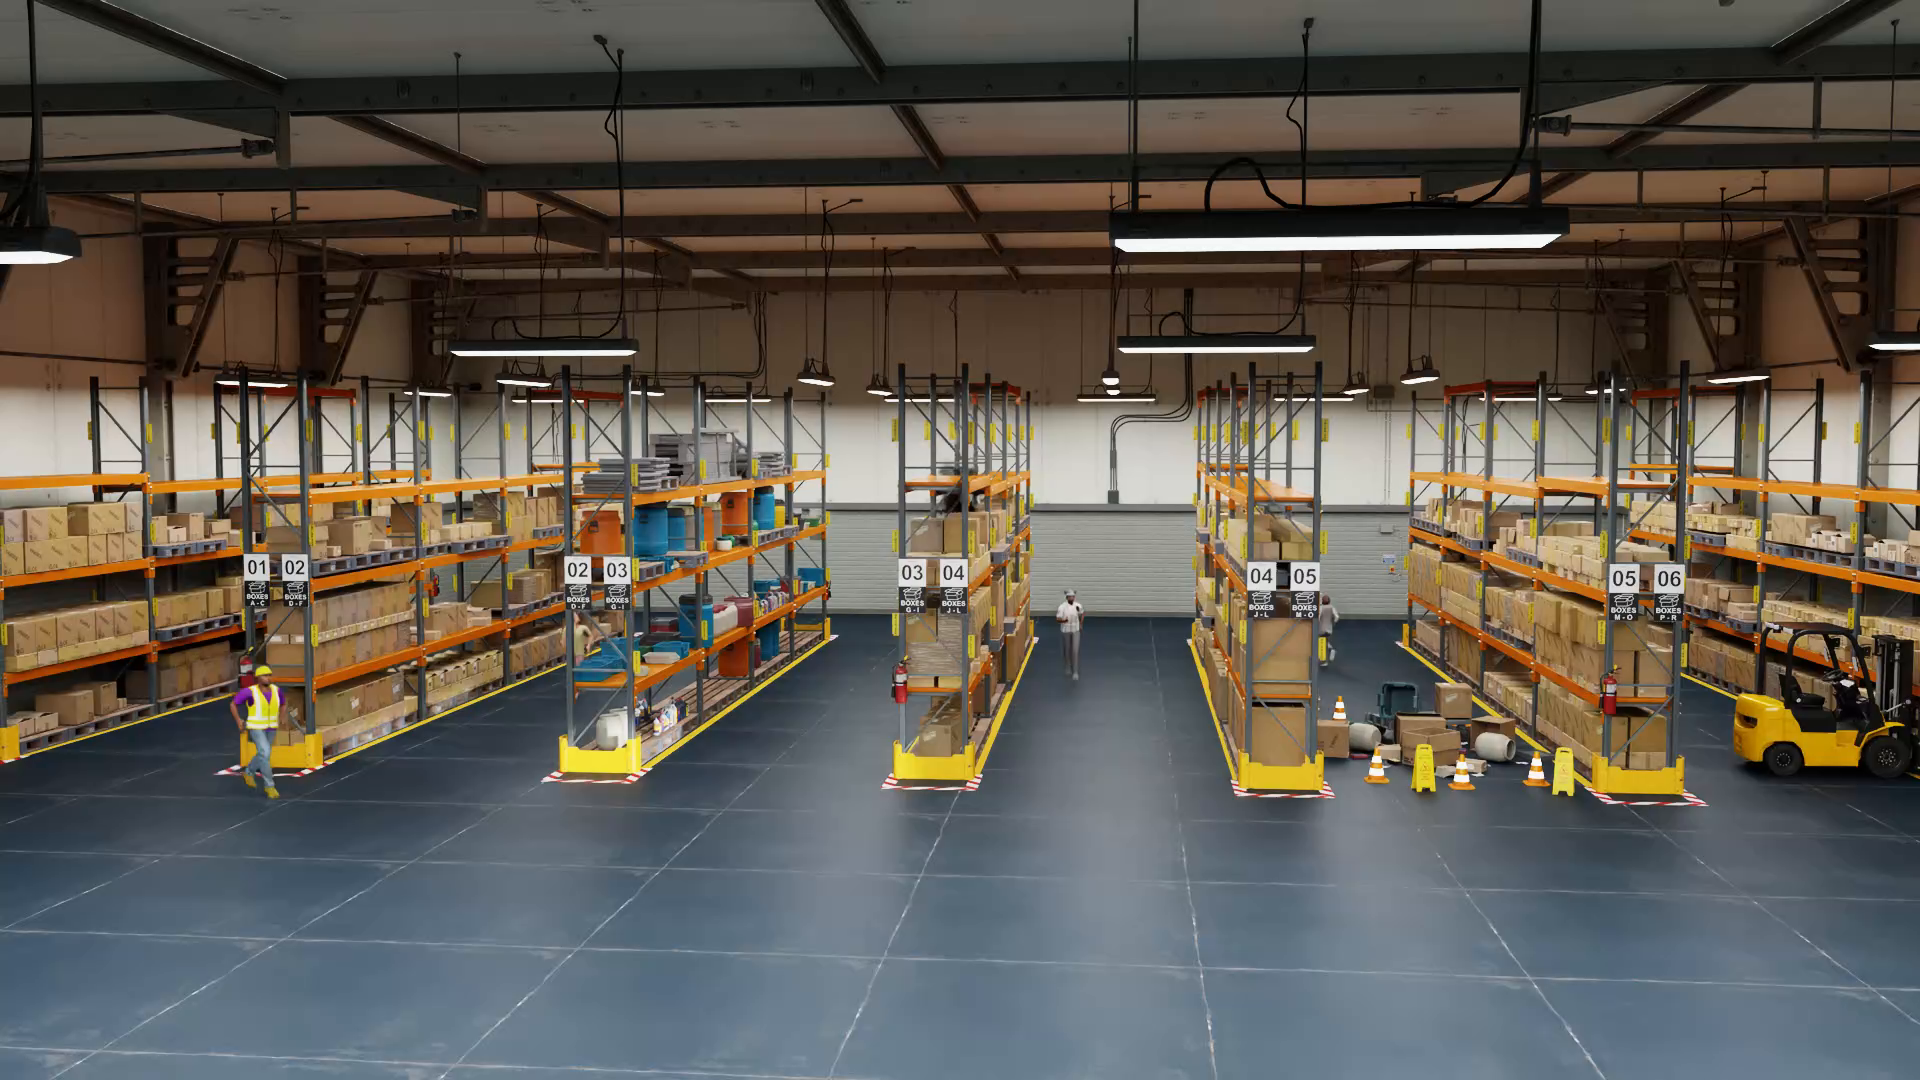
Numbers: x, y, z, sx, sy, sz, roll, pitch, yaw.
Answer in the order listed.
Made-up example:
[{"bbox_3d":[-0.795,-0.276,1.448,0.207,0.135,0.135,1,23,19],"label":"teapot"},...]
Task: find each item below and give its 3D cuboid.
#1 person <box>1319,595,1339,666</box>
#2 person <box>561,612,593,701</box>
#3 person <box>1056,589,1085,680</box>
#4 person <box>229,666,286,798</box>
[{"bbox_3d":[7.849,1.948,35.687,0.543,1.559,0.544,-1,4,-9],"label":"person"},{"bbox_3d":[-7.239,2.195,31.387,0.593,1.593,0.894,0,4,-5],"label":"person"},{"bbox_3d":[2.142,1.809,32.226,0.576,1.723,0.843,0,4,0],"label":"person"},{"bbox_3d":[-9.690,2.635,23.126,0.927,1.782,0.719,2,4,33],"label":"person"}]
